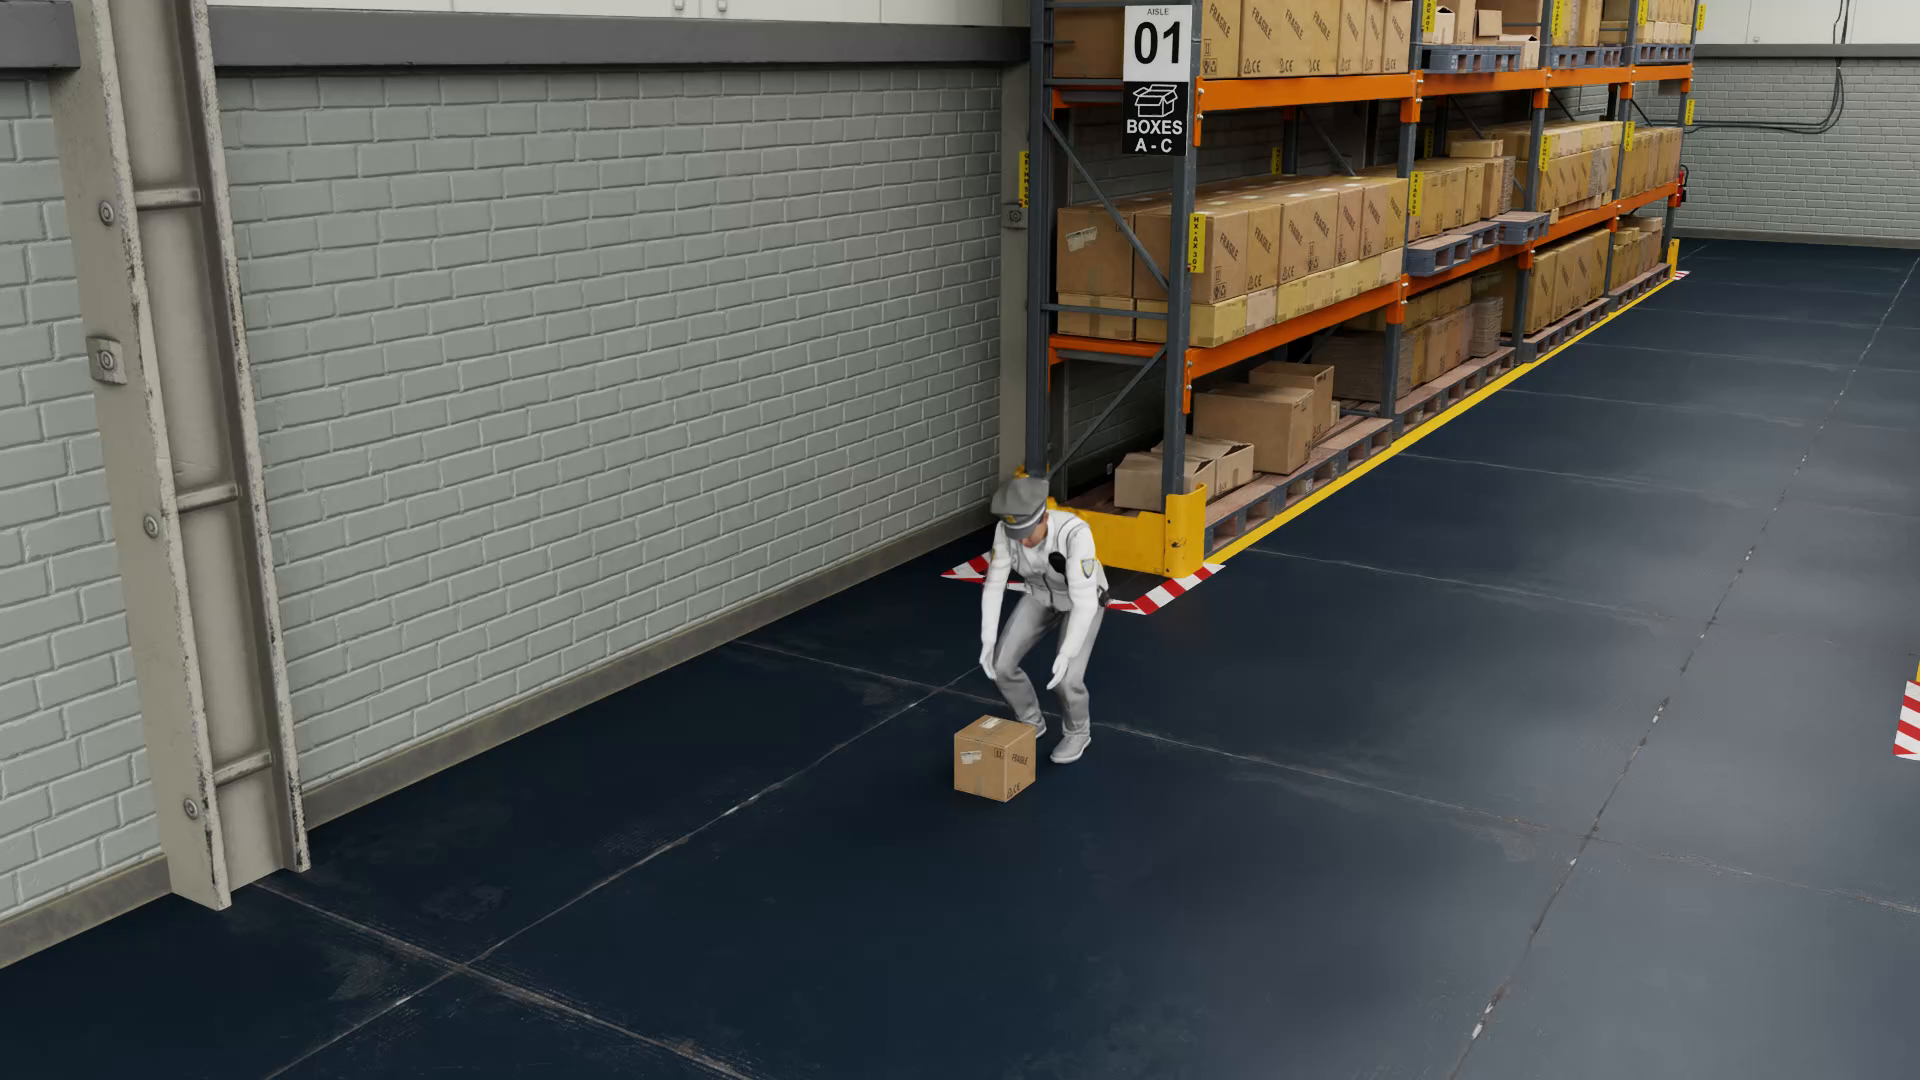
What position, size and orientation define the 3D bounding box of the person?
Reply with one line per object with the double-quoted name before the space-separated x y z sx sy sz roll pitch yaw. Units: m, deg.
"person" 0.377 0.326 7.095 0.533 1.292 0.752 10 19 30
